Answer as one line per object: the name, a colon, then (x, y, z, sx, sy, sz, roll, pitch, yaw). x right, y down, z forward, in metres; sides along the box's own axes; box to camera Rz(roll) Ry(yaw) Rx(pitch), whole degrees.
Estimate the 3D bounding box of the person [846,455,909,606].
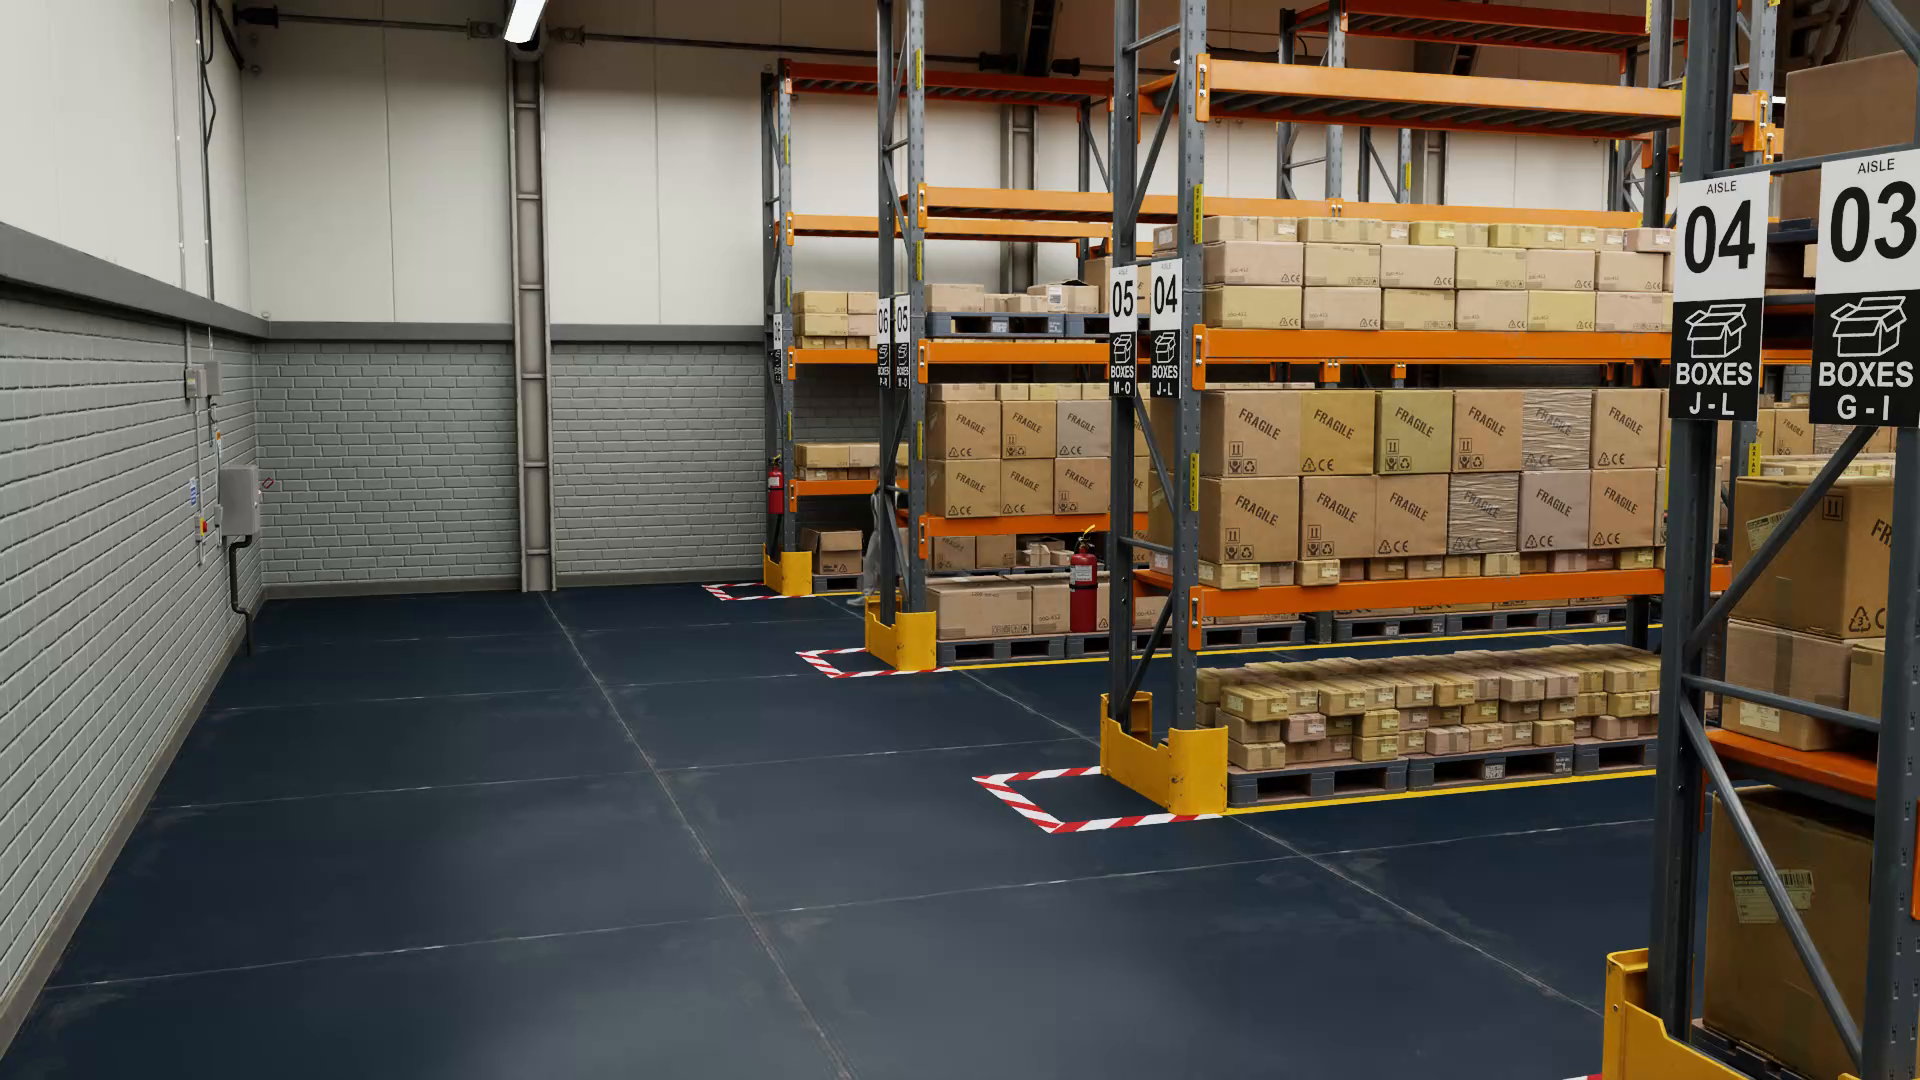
person: (-0.744, -0.100, 17.880, 0.944, 1.645, 0.480, -1, 6, -14)
